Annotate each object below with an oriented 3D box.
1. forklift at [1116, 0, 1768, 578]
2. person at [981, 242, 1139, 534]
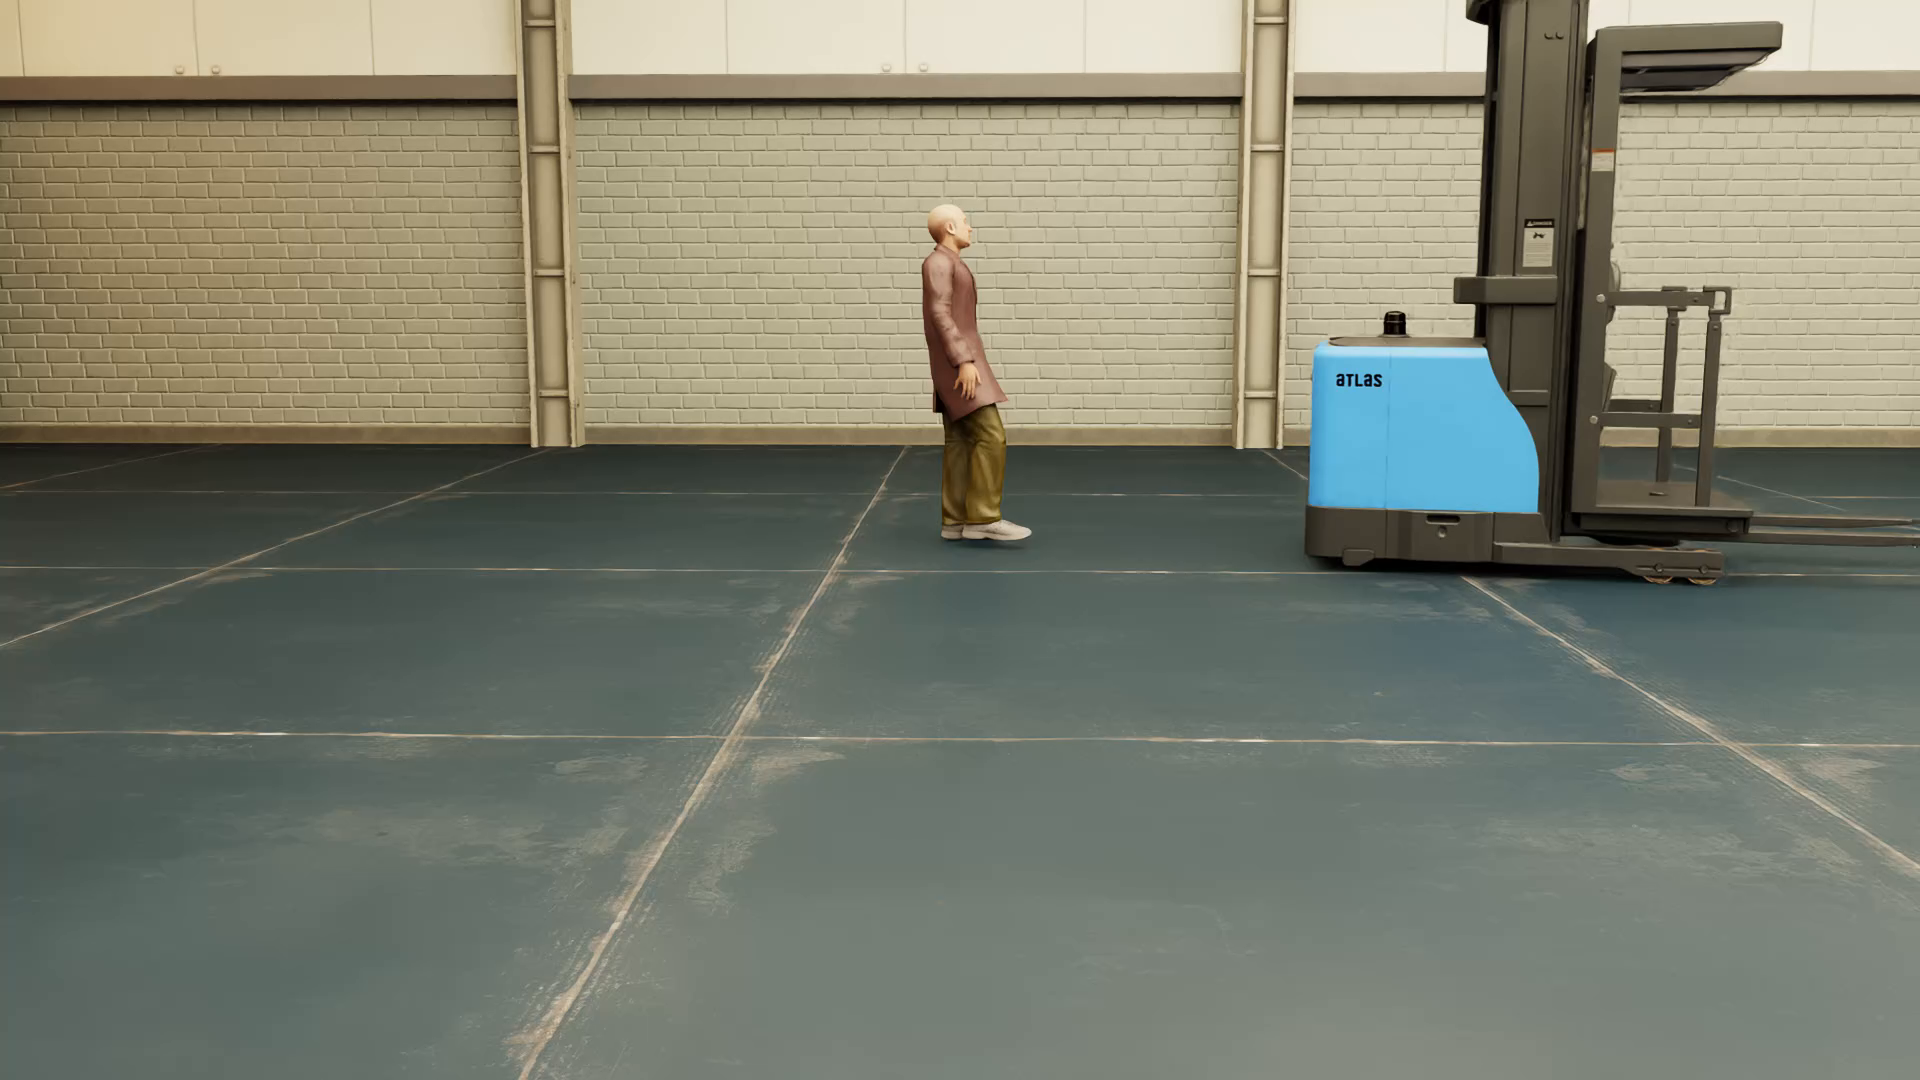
[{"bbox_3d":[2.350,-1.359,8.190,3.031,2.935,1.130,2,9,13],"label":"forklift"},{"bbox_3d":[0.574,-0.825,9.248,1.032,1.642,0.968,-3,9,-17],"label":"person"}]
